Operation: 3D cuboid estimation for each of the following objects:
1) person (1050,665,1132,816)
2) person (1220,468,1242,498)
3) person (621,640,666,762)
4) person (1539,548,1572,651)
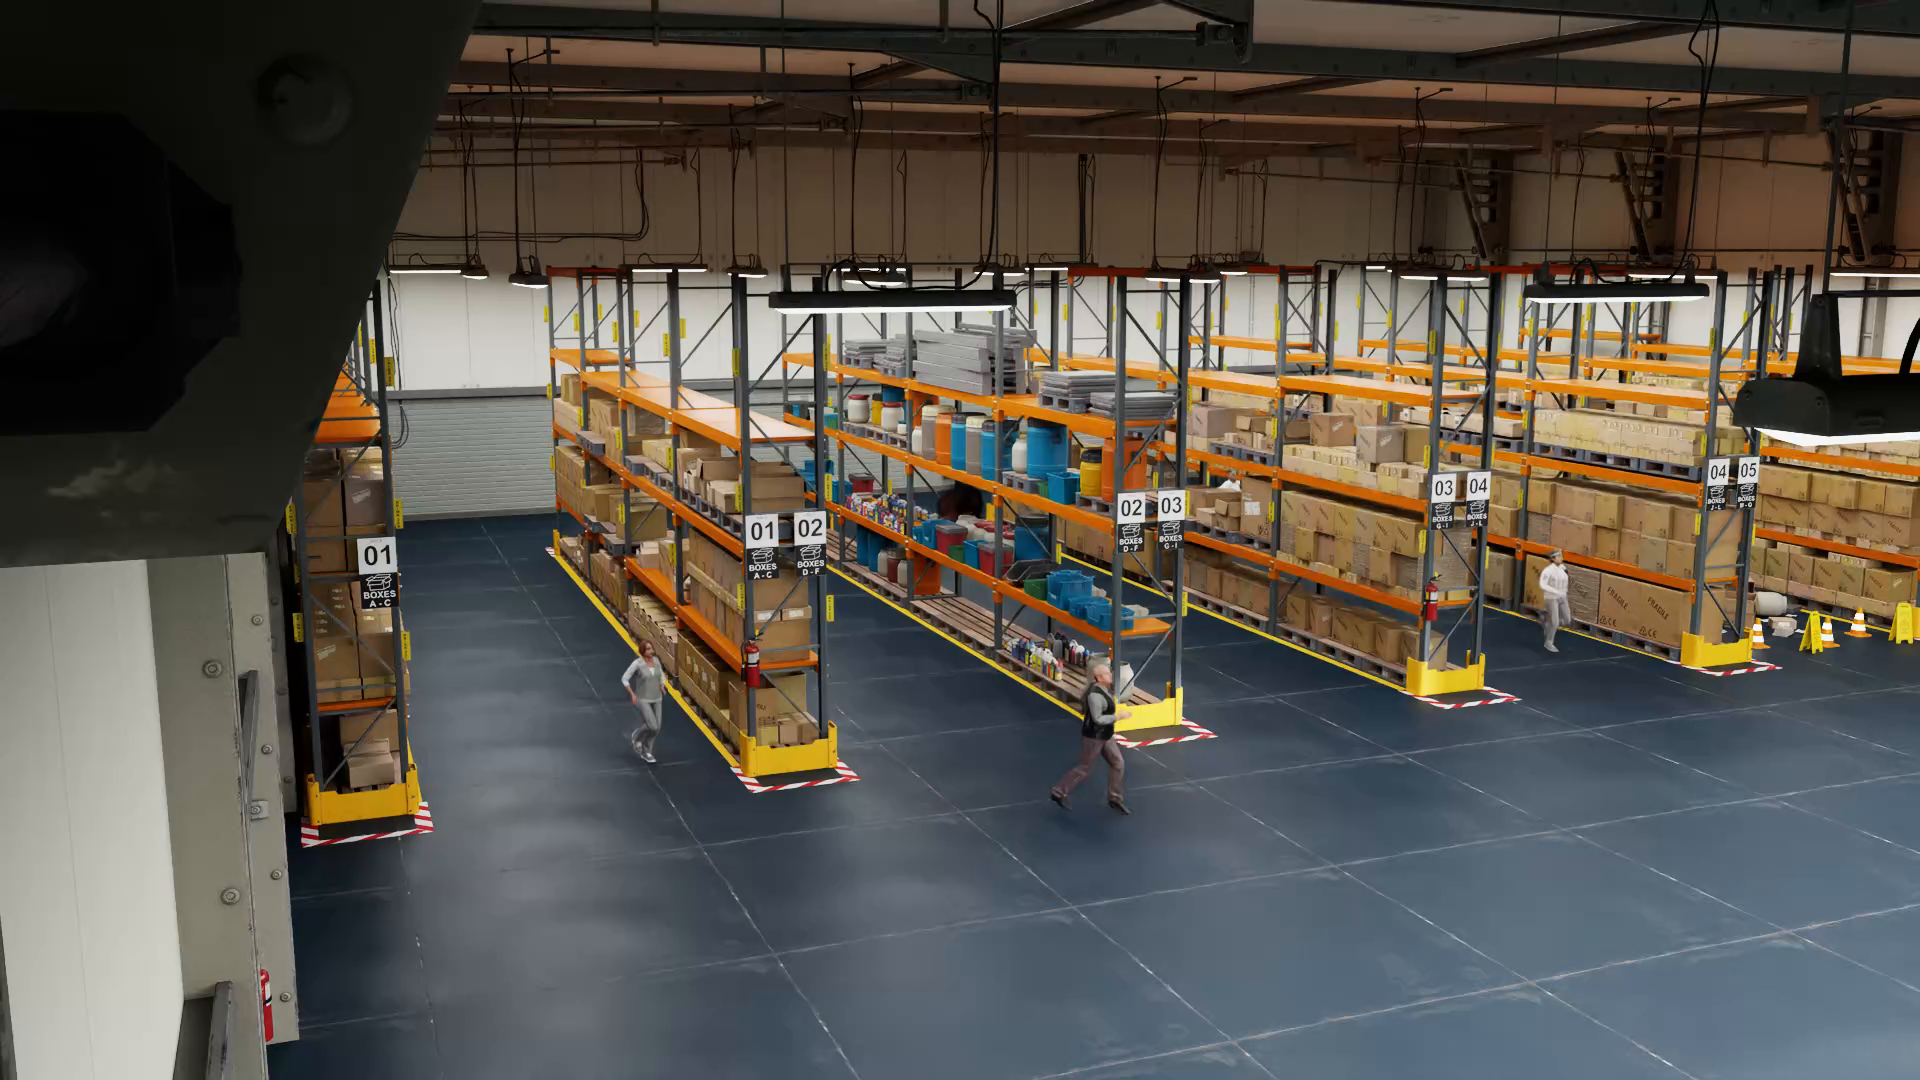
[{"bbox_3d":[1.498,2.256,18.775,0.908,1.768,0.663,3,10,17],"label":"person"},{"bbox_3d":[5.857,-0.674,35.454,0.651,1.732,0.592,-4,11,-23],"label":"person"},{"bbox_3d":[-3.856,2.011,20.644,0.529,1.558,0.534,-9,13,-42],"label":"person"},{"bbox_3d":[9.503,0.942,26.486,0.658,1.664,0.537,-5,11,-28],"label":"person"}]
